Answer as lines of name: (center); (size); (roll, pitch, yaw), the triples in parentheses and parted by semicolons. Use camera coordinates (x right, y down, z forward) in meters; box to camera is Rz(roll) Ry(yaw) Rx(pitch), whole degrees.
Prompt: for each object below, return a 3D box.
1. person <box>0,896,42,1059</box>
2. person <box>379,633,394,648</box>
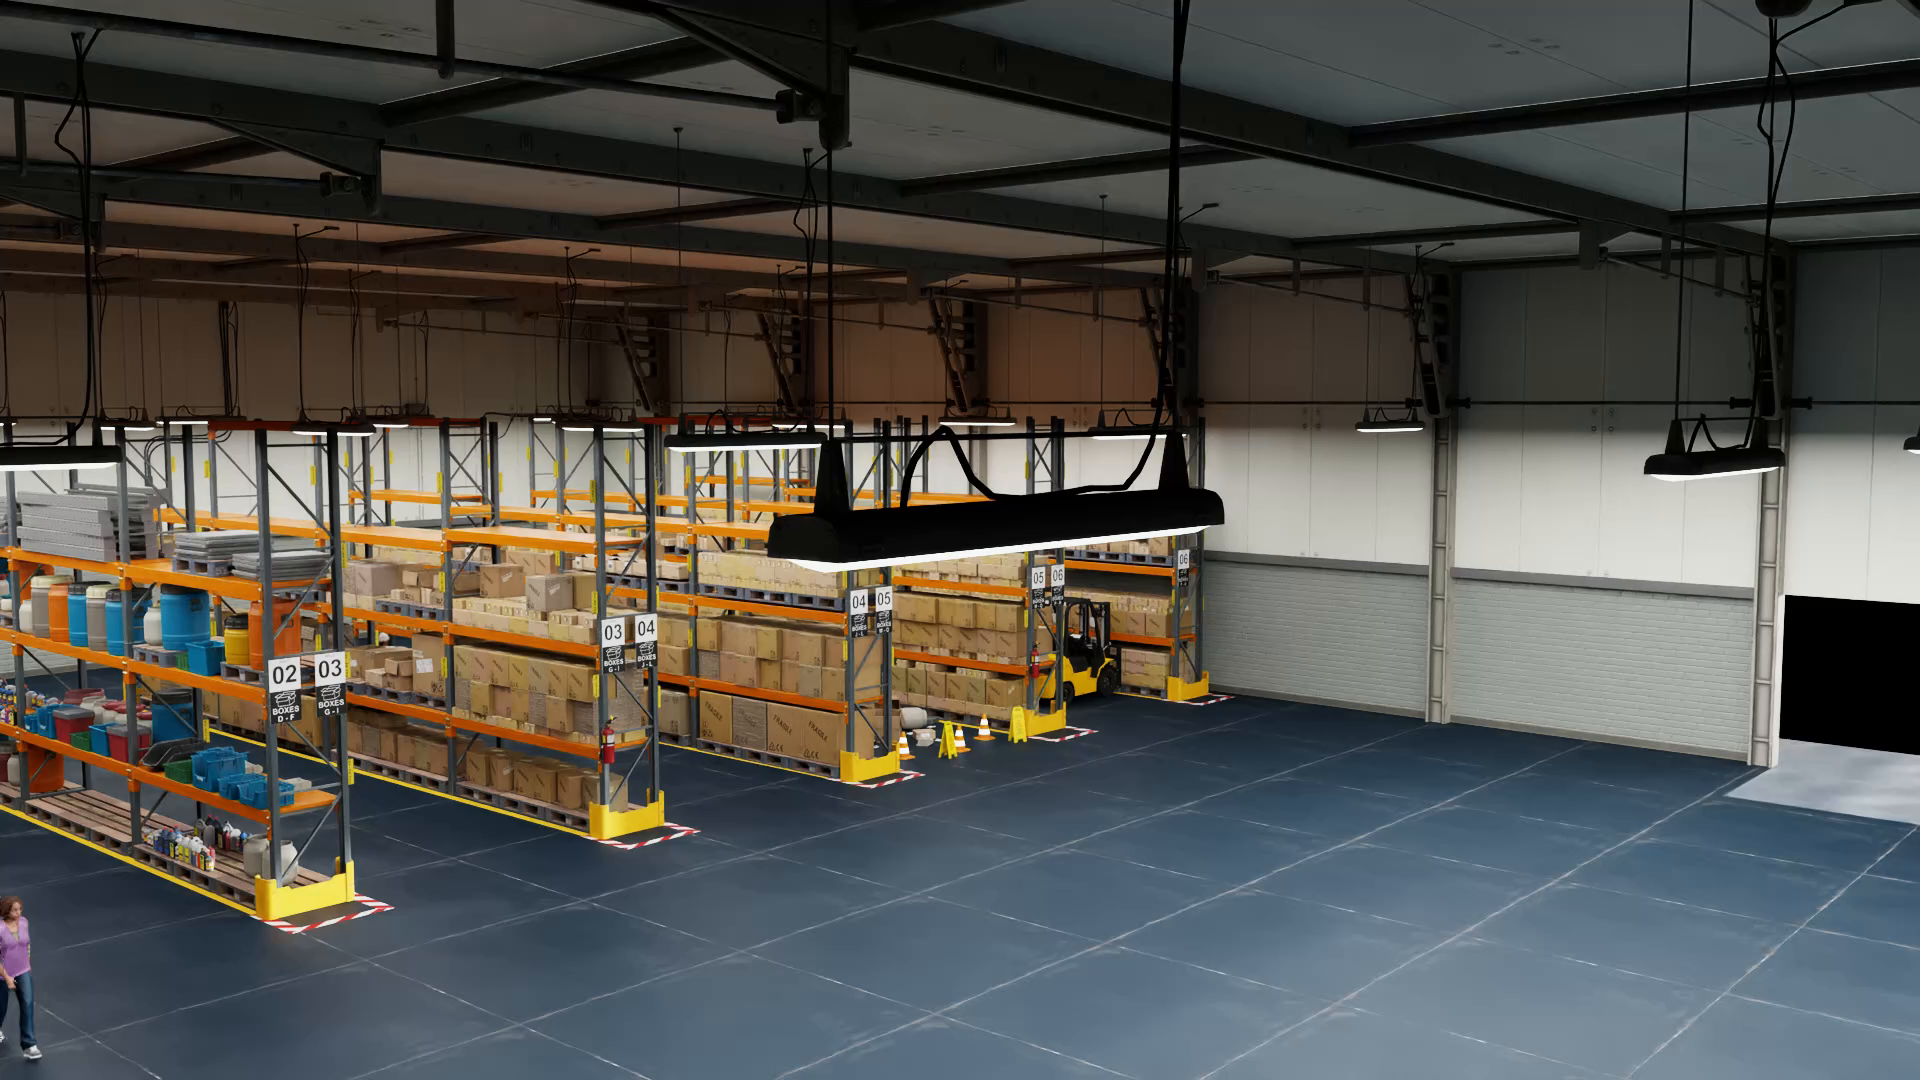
person: (-9.193, 4.214, 16.174); (0.986, 1.516, 0.401); (4, 6, 42)
person: (-11.287, 2.716, 32.783); (0.589, 1.764, 0.540); (-2, 5, -26)
